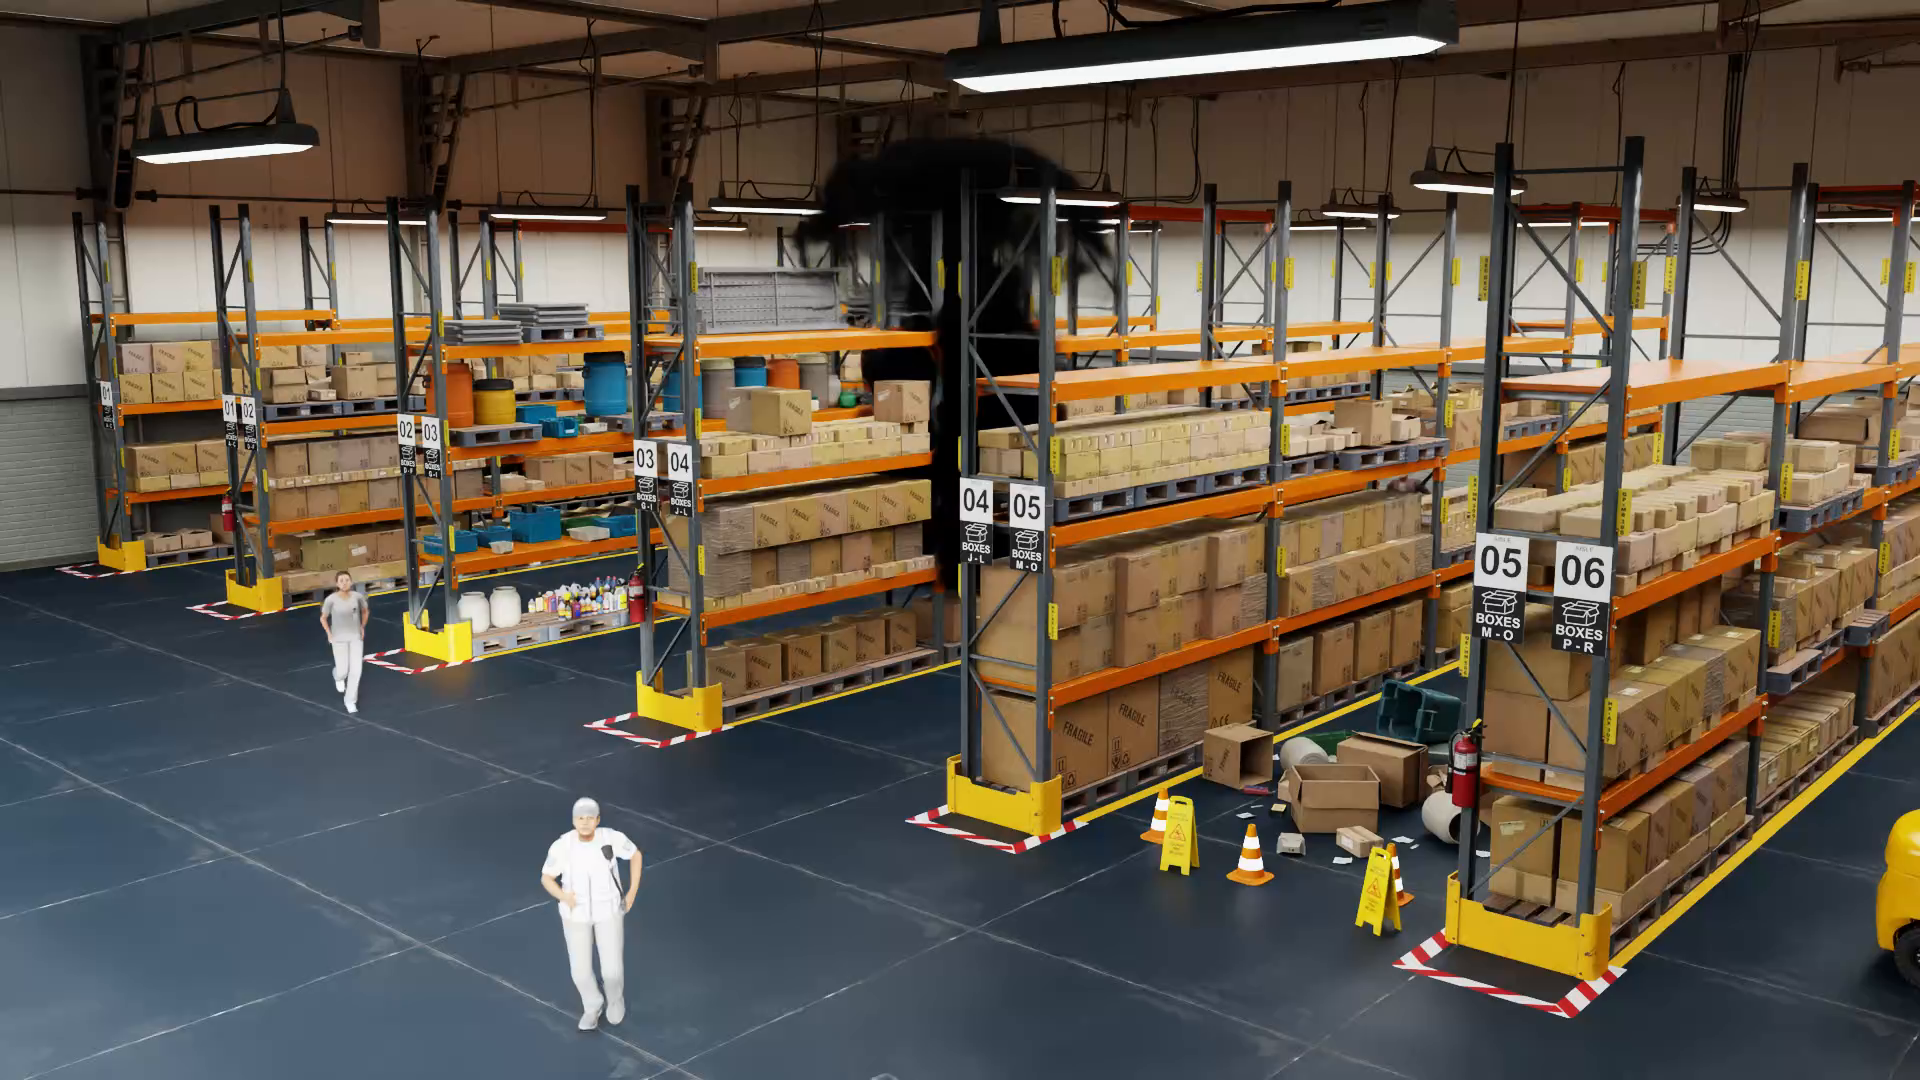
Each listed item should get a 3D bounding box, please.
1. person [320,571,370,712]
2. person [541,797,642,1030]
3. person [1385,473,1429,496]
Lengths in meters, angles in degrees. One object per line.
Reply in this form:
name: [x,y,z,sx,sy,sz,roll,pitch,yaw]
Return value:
person: [-7.187,1.166,19.493,0.550,1.617,0.672,-5,11,-28]
person: [-2.463,2.526,11.141,0.661,1.639,0.570,-2,10,-9]
person: [7.569,-0.399,28.408,0.722,1.782,0.636,6,11,32]
